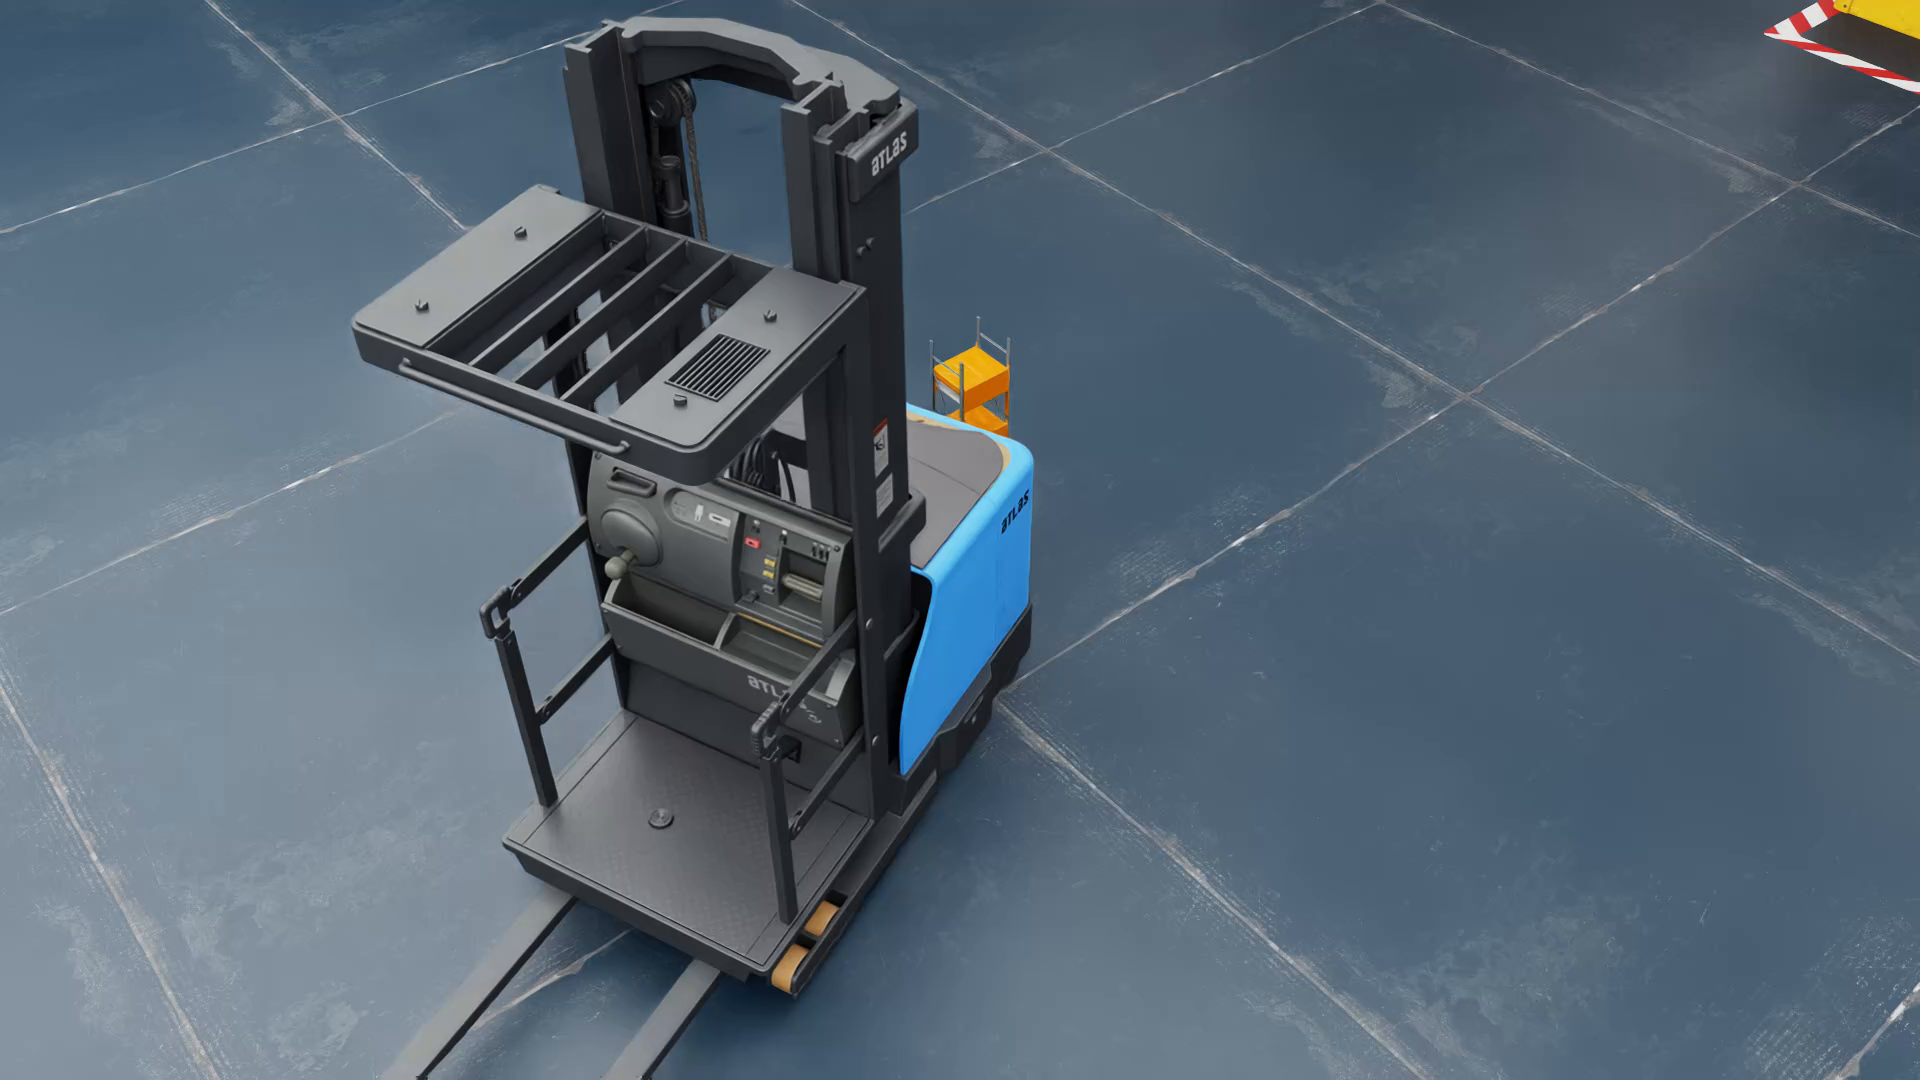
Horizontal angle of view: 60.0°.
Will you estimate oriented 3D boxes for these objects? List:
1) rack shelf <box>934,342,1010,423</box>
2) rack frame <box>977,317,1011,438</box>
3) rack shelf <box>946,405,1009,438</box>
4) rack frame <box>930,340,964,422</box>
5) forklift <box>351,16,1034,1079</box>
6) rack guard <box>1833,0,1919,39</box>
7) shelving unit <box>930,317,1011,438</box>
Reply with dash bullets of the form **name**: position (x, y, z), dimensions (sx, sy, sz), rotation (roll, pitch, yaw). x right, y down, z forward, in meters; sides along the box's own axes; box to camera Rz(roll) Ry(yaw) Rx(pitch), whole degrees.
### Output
- **rack shelf**: position (0.041, -0.605, 6.729), dimensions (0.240, 0.259, 0.215), rotation (-30, 51, -28)
- **rack frame**: position (0.135, -0.460, 6.973), dimensions (0.008, 1.050, 0.200), rotation (-30, 51, -28)
- **rack shelf**: position (0.041, -0.398, 6.923), dimensions (0.240, 0.259, 0.215), rotation (-30, 51, -28)
- **rack frame**: position (-0.053, -0.353, 6.859), dimensions (0.008, 1.050, 0.200), rotation (-30, 51, -28)
- **forklift**: position (-0.863, 0.101, 5.001), dimensions (1.130, 2.935, 3.031), rotation (20, 47, 20)
- **rack guard**: position (6.261, -3.479, 10.589), dimensions (0.348, 0.500, 1.175), rotation (-30, 51, -28)
- **shelving unit**: position (0.041, -0.406, 6.916), dimensions (0.252, 1.050, 0.215), rotation (-30, 51, -28)
